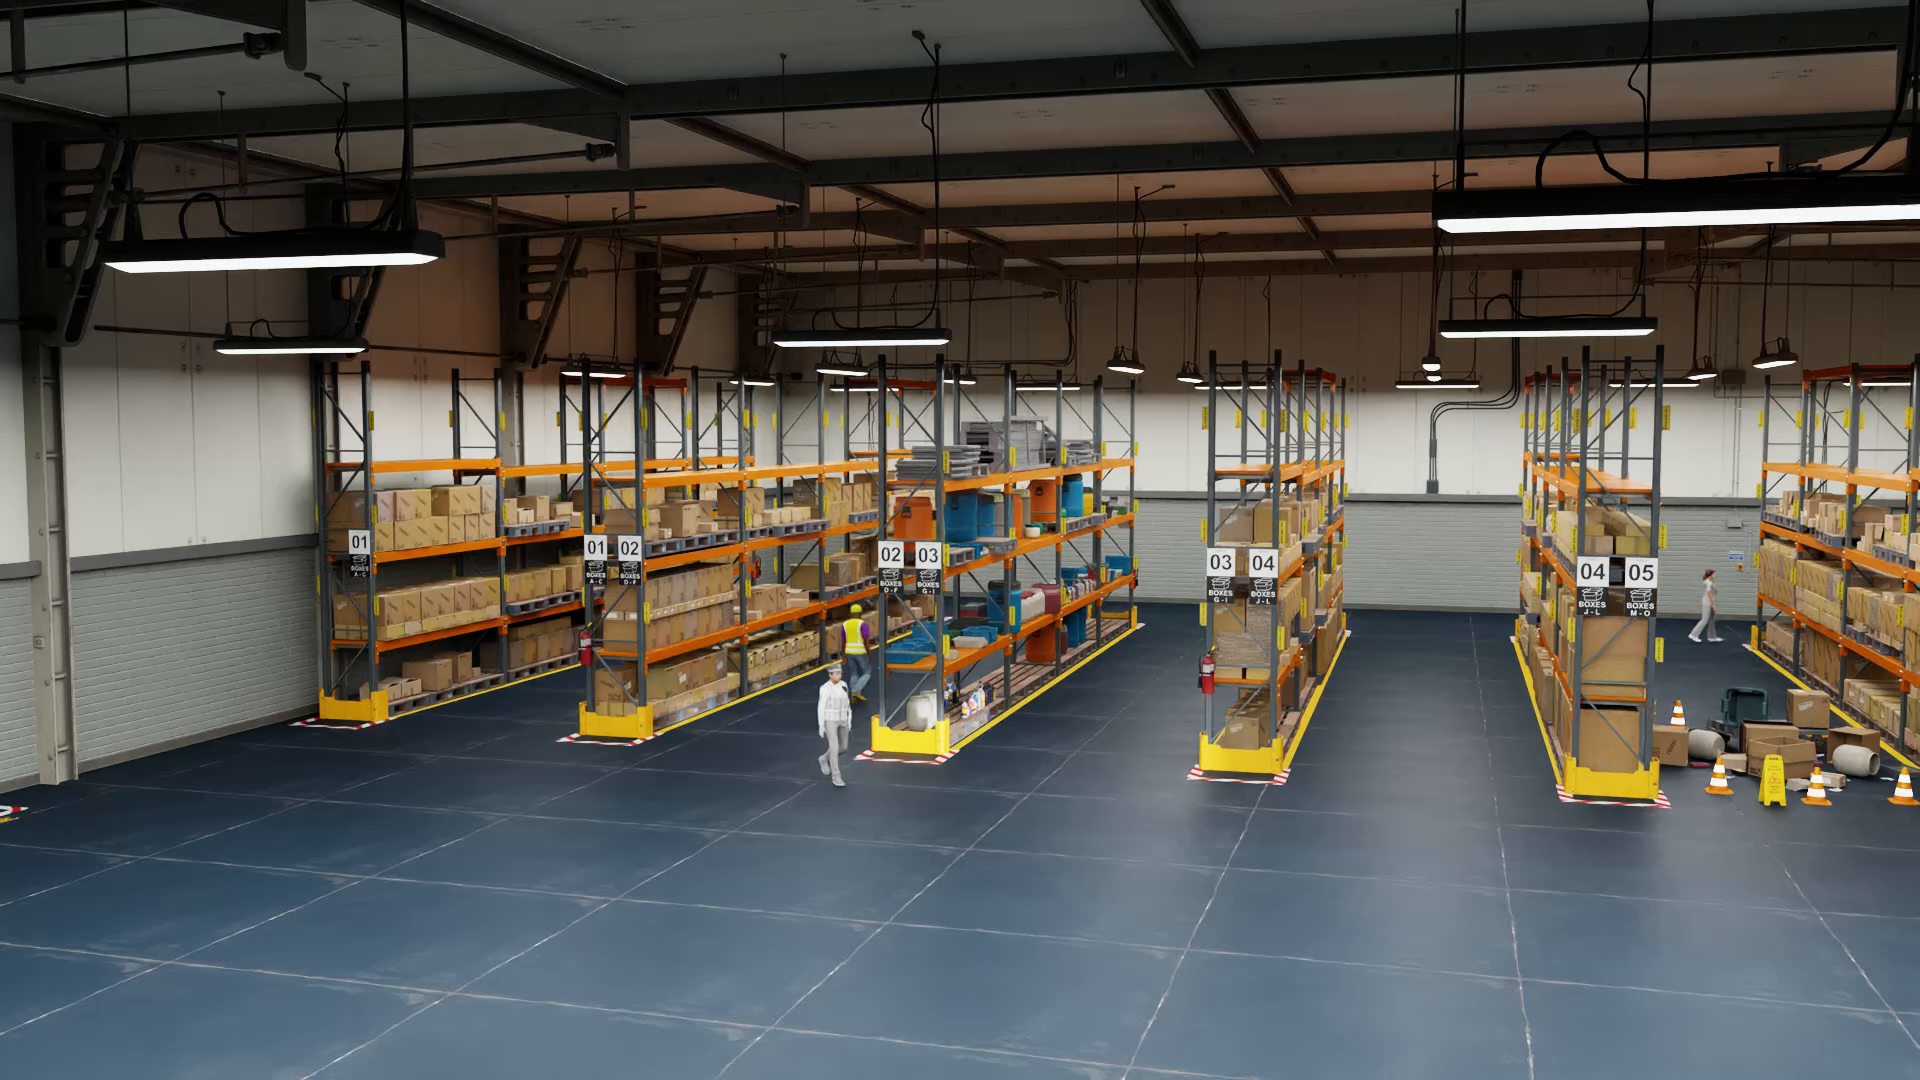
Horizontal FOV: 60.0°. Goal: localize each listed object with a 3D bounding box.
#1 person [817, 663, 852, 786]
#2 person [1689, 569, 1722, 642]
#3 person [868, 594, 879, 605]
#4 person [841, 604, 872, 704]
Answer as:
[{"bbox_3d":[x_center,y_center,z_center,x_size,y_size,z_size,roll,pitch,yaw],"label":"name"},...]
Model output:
[{"bbox_3d":[-1.739,2.516,23.040,0.535,1.655,0.771,-3,5,-39],"label":"person"},{"bbox_3d":[16.876,1.477,37.581,0.716,1.663,0.513,2,4,20],"label":"person"},{"bbox_3d":[-2.082,1.003,44.202,1.074,1.668,0.522,3,5,39],"label":"person"},{"bbox_3d":[-1.848,2.022,29.411,0.610,1.756,0.548,3,5,32],"label":"person"}]
